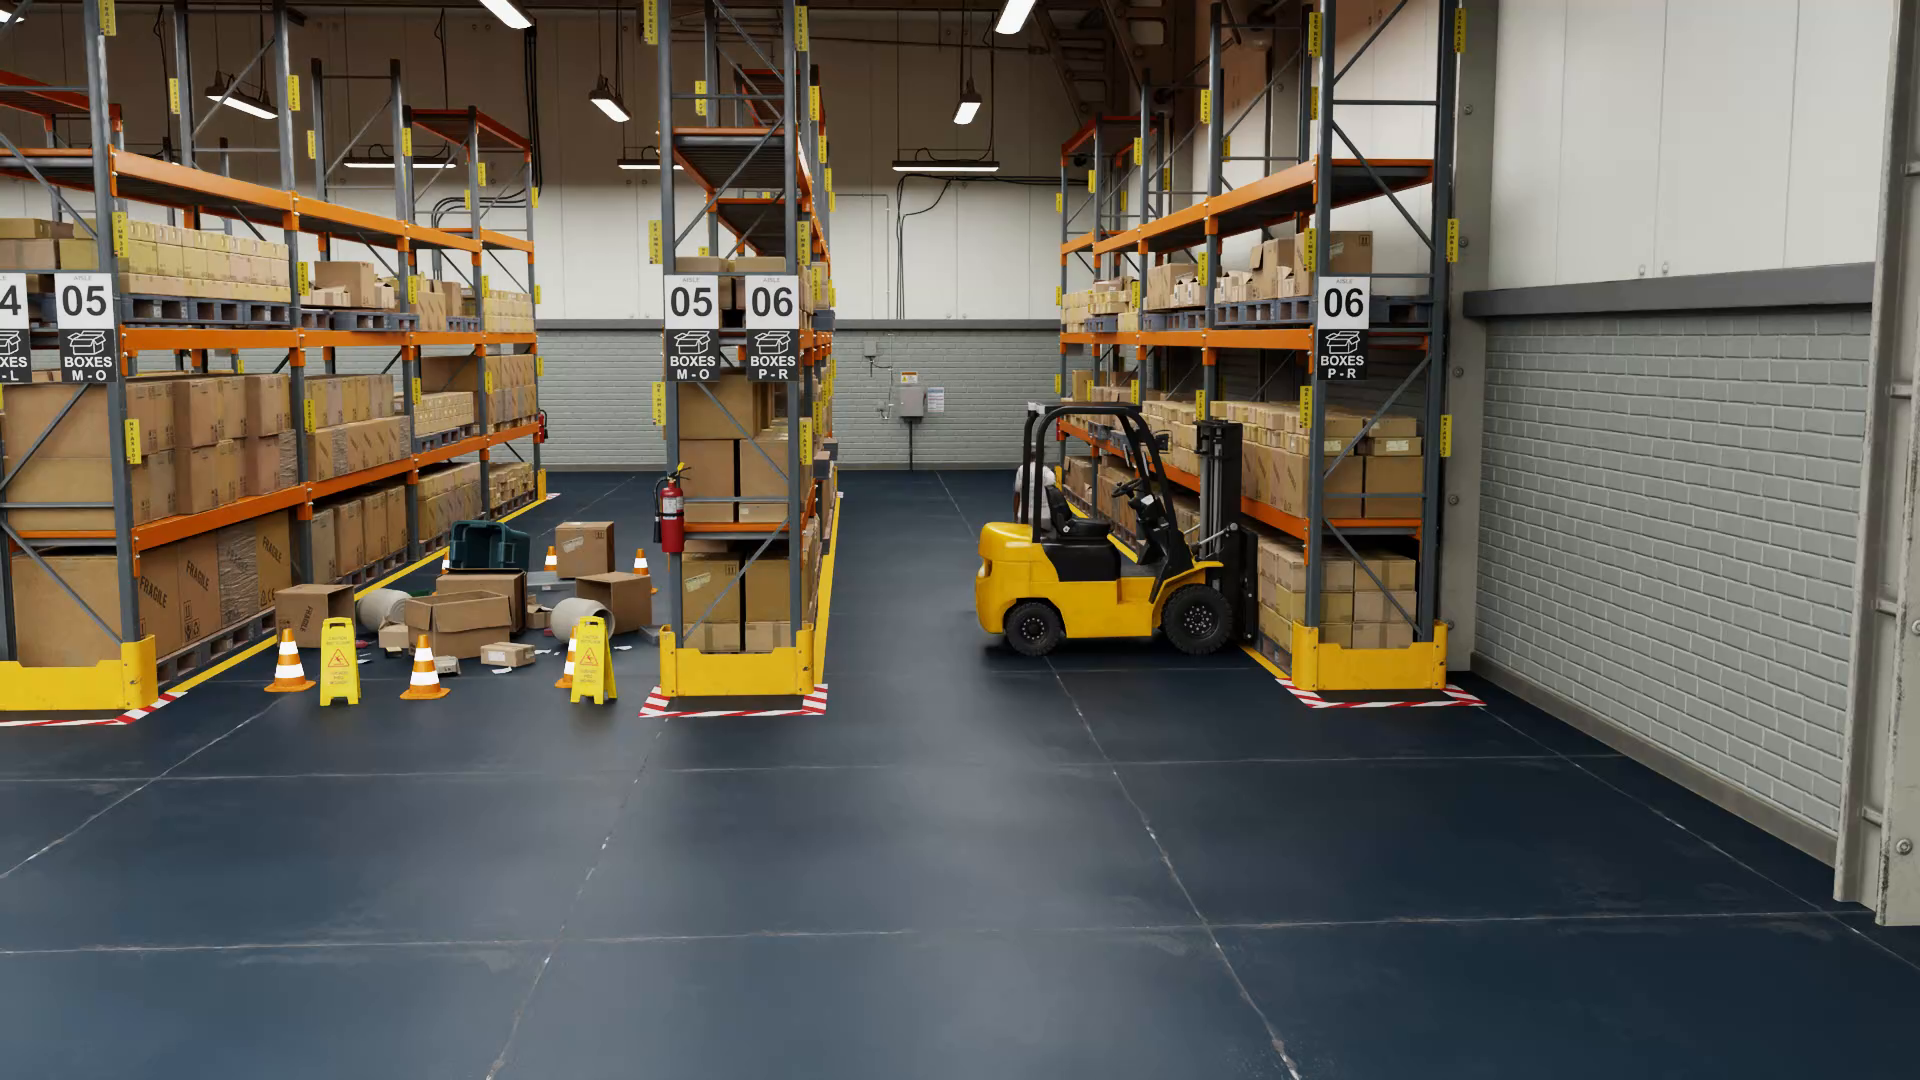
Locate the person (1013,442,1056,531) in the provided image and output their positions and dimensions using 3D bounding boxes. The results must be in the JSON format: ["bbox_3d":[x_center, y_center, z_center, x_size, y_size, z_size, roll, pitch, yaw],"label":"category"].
[{"bbox_3d":[0.775,-0.174,17.055,0.493,1.660,0.514,5,9,37],"label":"person"}]
